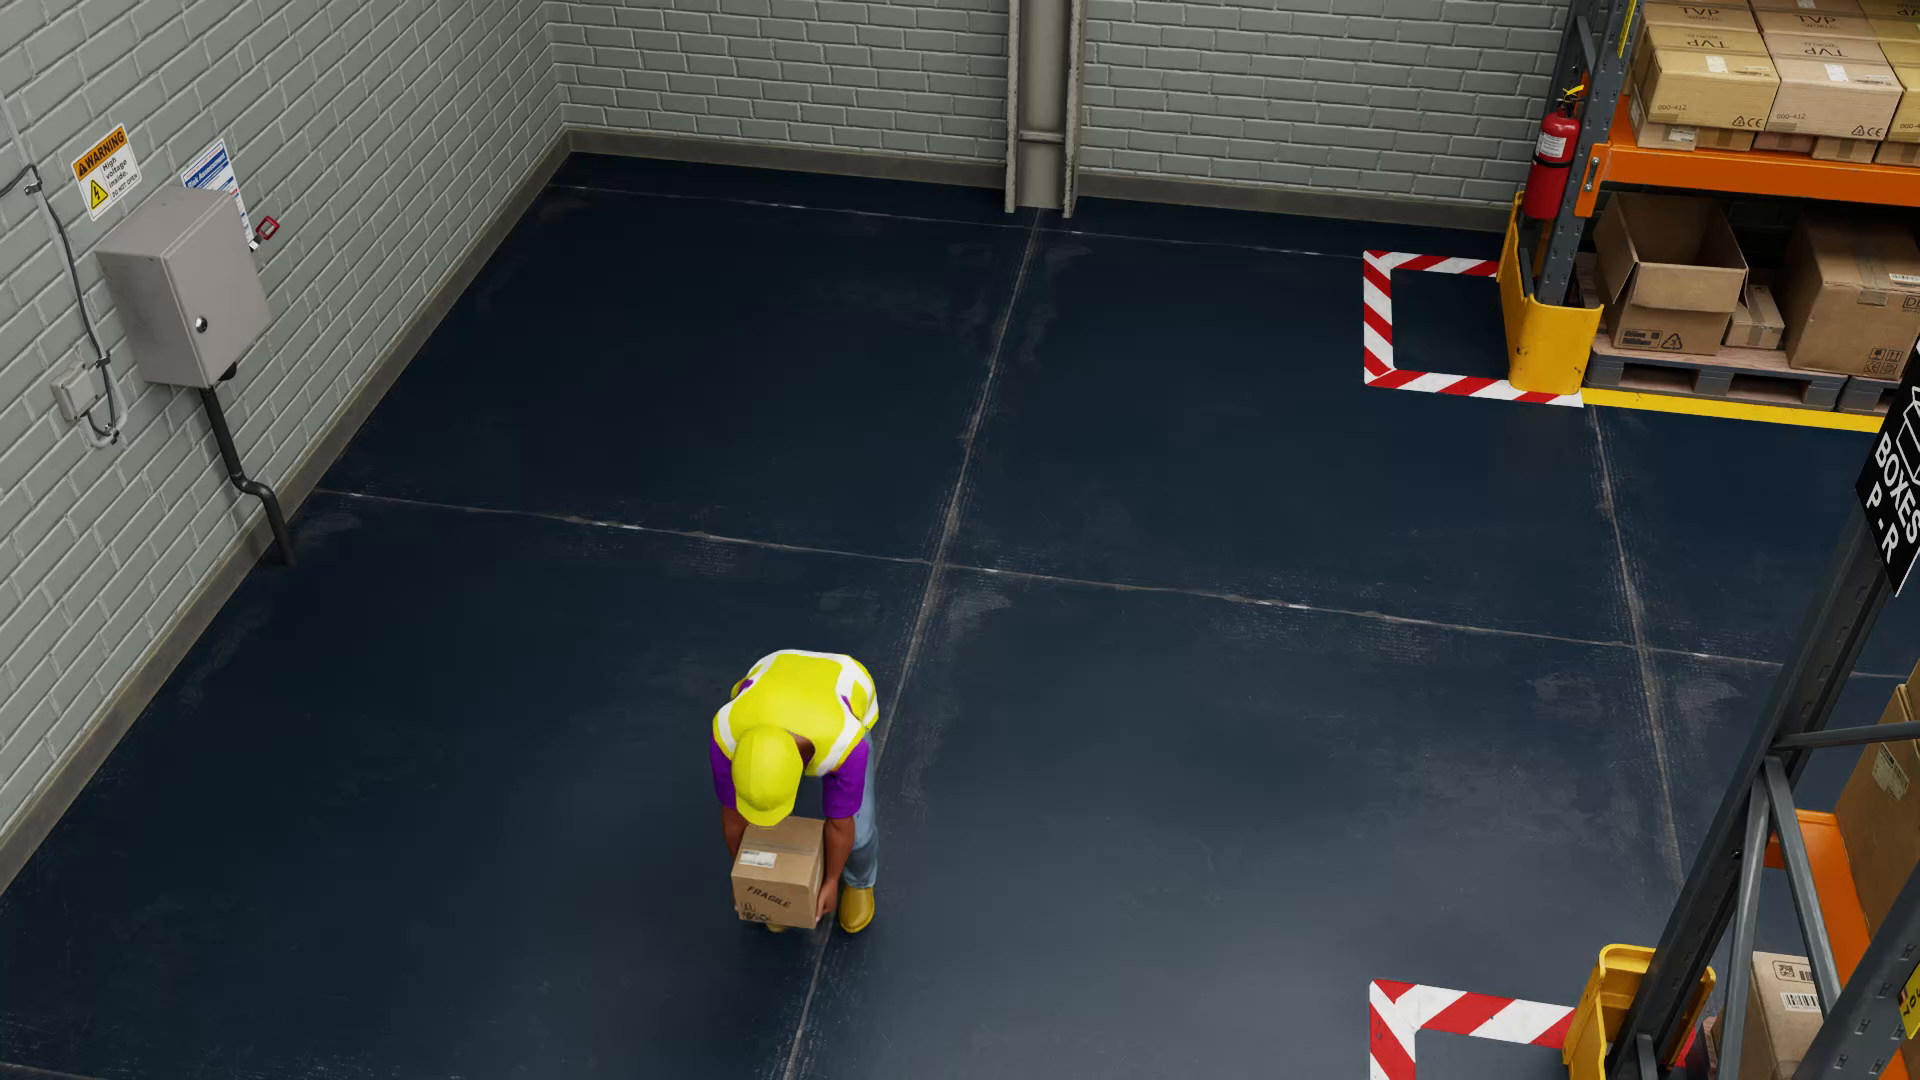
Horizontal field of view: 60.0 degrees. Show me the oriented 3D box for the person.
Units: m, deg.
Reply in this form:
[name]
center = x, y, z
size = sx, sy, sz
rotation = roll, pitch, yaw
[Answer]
[person]
center = -0.514, 0.875, 5.406
size = 0.490, 1.376, 0.898
rotation = 5, 41, 6
